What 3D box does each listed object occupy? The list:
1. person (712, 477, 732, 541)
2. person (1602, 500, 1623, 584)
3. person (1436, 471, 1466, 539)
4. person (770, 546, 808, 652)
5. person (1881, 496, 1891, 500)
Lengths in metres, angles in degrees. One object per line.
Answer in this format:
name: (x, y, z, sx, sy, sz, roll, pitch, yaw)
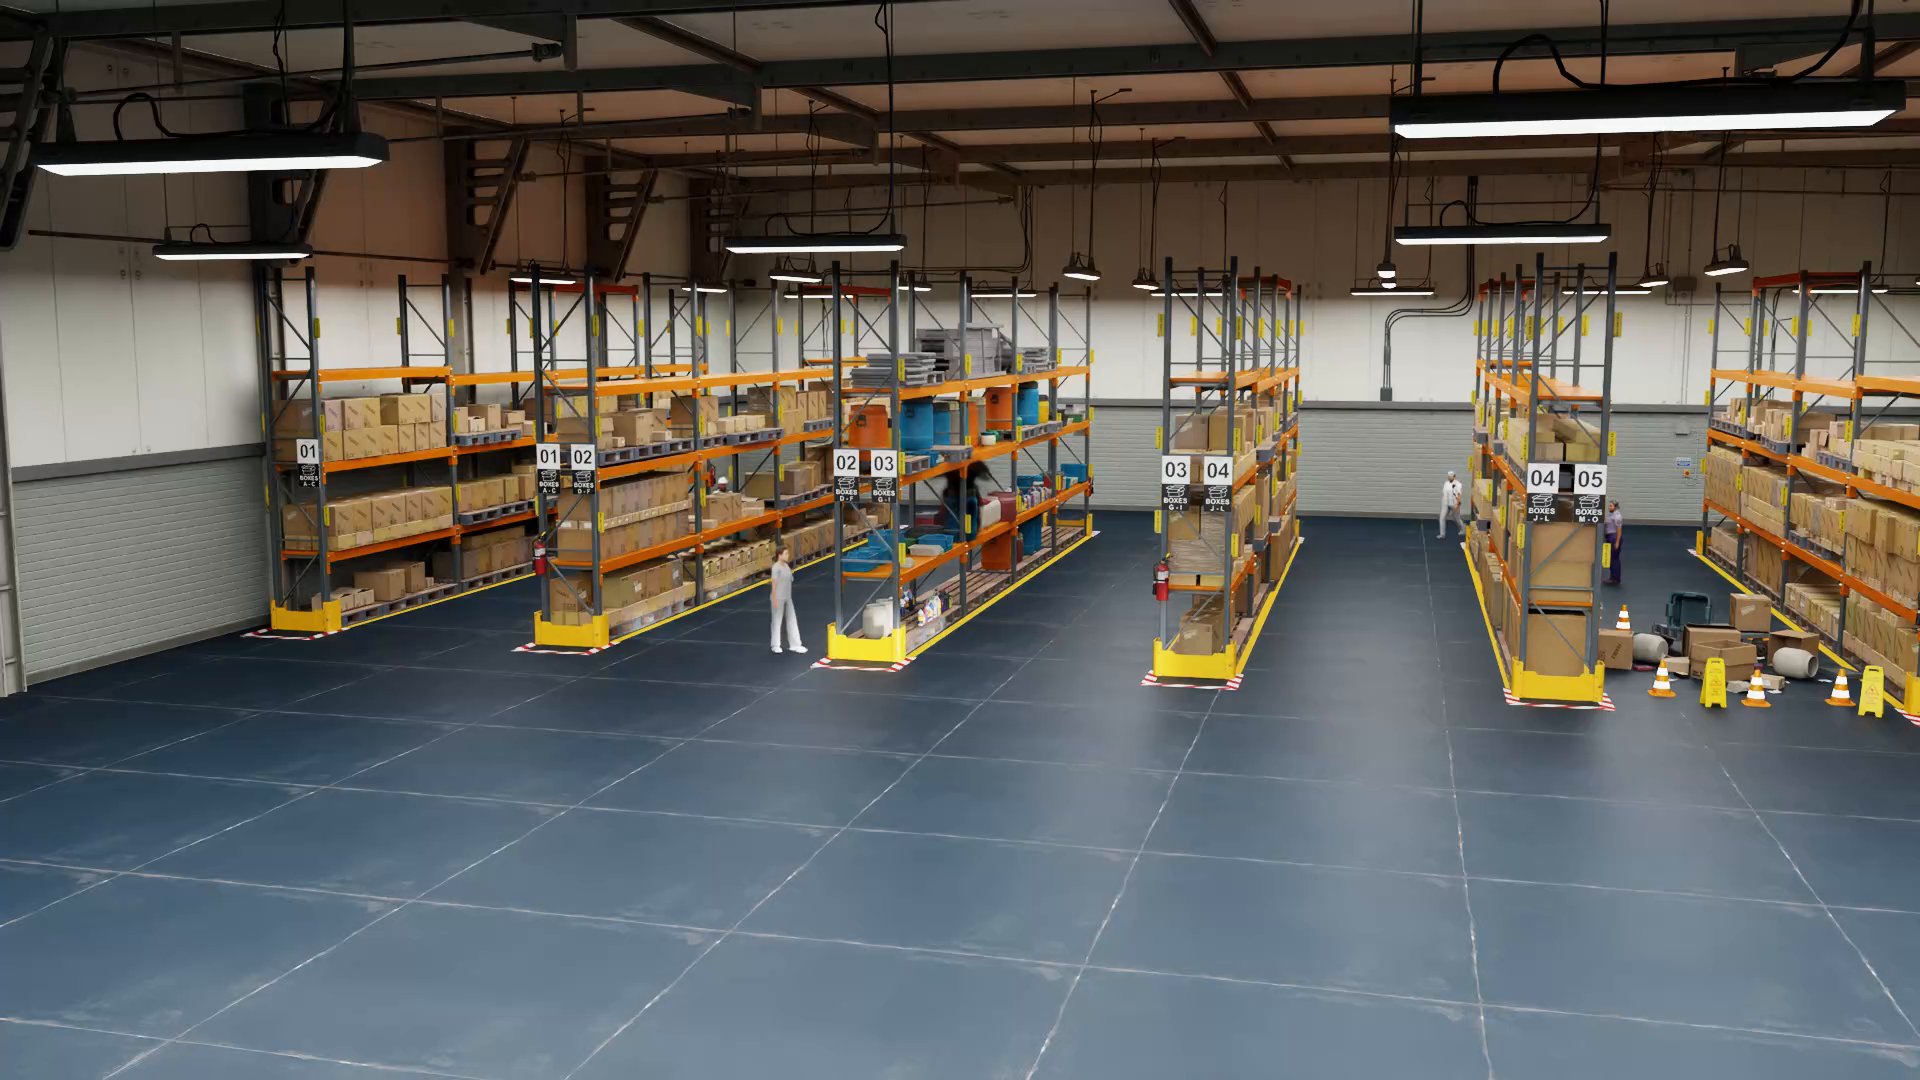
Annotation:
person: (-5.288, -0.525, 36.869, 0.501, 1.737, 1.012, 2, 8, 19)
person: (12.859, 0.032, 32.782, 0.379, 1.652, 0.531, 3, 8, 25)
person: (11.772, -0.846, 39.782, 0.497, 1.612, 0.952, 6, 10, 41)
person: (-2.713, 0.921, 25.749, 0.575, 1.670, 0.484, 4, 8, 29)
person: (19.163, -0.186, 34.435, 0.402, 1.683, 0.507, 3, 8, 20)
